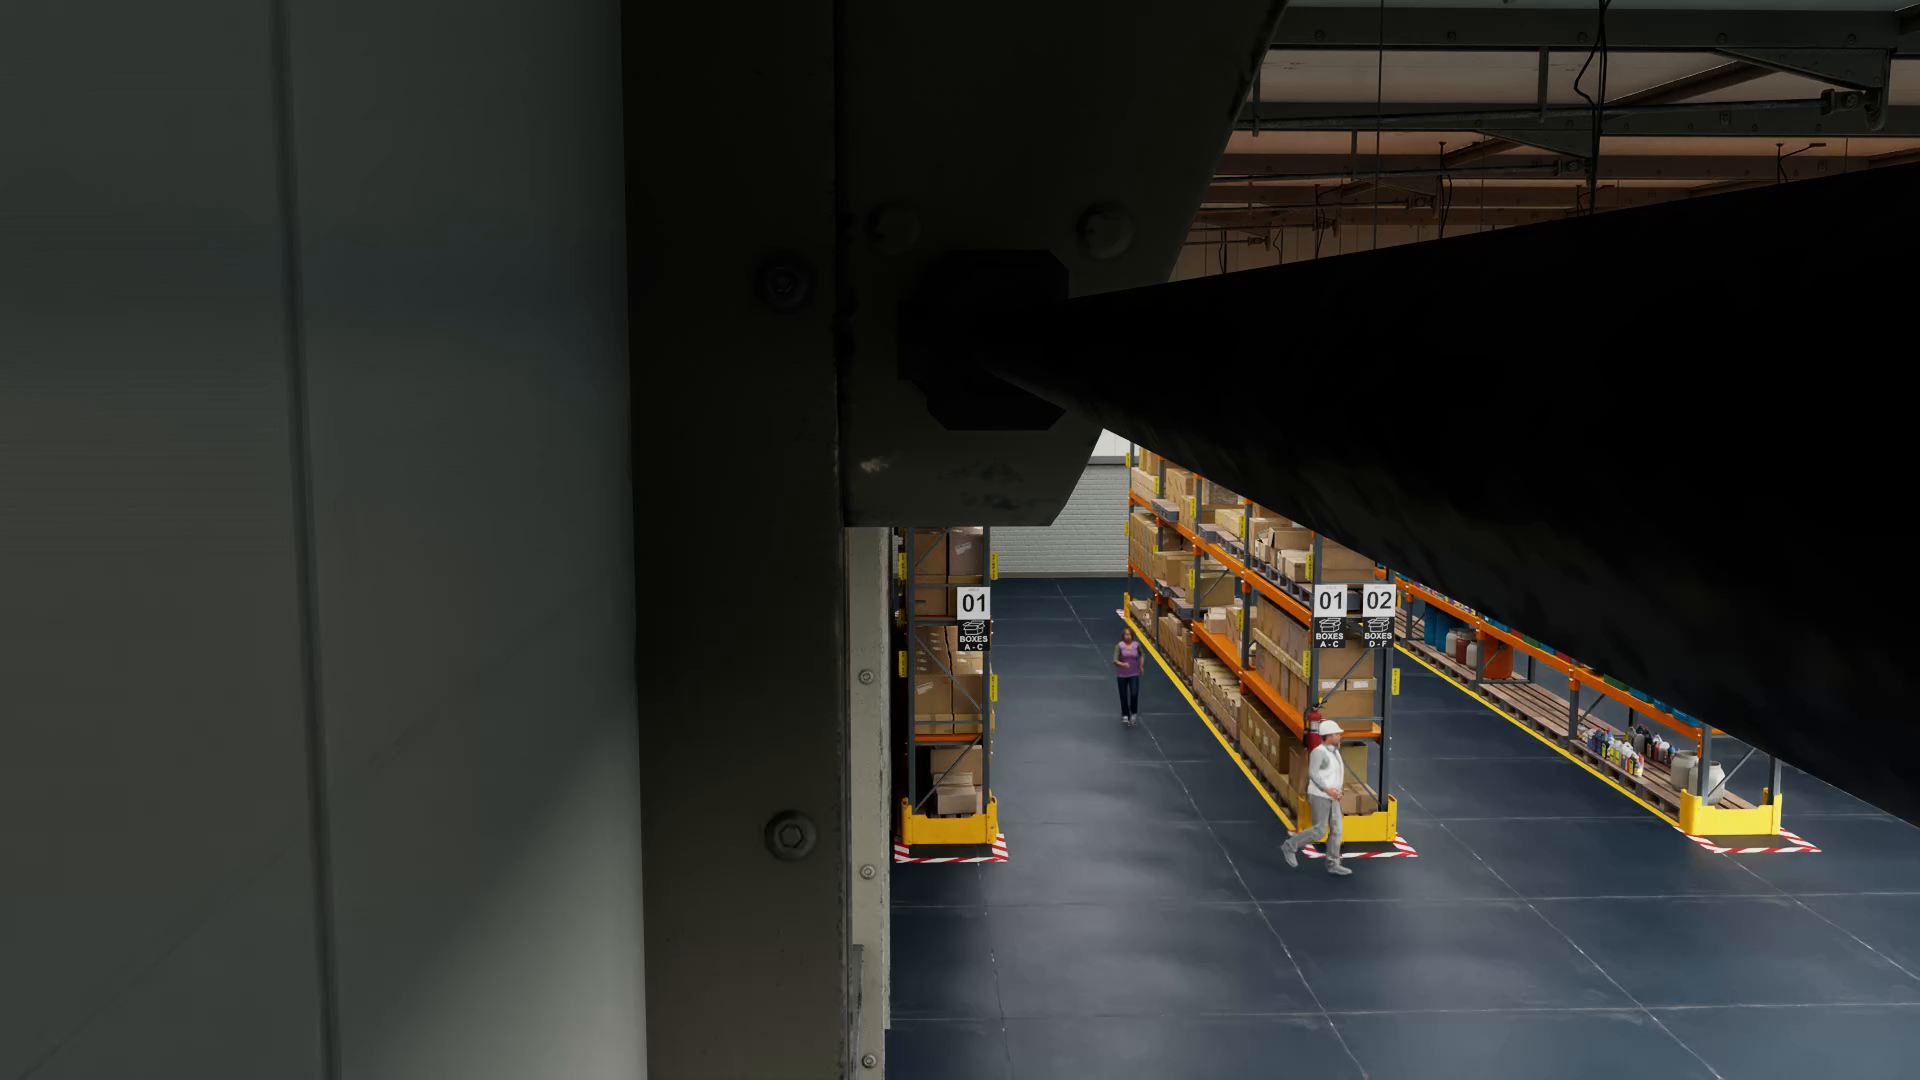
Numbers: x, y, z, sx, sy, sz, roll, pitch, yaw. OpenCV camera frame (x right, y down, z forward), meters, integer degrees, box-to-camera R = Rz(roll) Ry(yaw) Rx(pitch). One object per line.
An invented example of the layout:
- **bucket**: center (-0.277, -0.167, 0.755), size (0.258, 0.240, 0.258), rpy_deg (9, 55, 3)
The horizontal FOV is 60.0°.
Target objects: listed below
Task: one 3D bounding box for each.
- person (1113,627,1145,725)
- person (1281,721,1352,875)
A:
- **person**: center (2.678, 2.166, 26.353), size (0.511, 1.570, 0.636), rpy_deg (0, 7, 4)
- **person**: center (4.271, 2.979, 19.432), size (0.809, 1.752, 0.693), rpy_deg (5, 9, 32)
